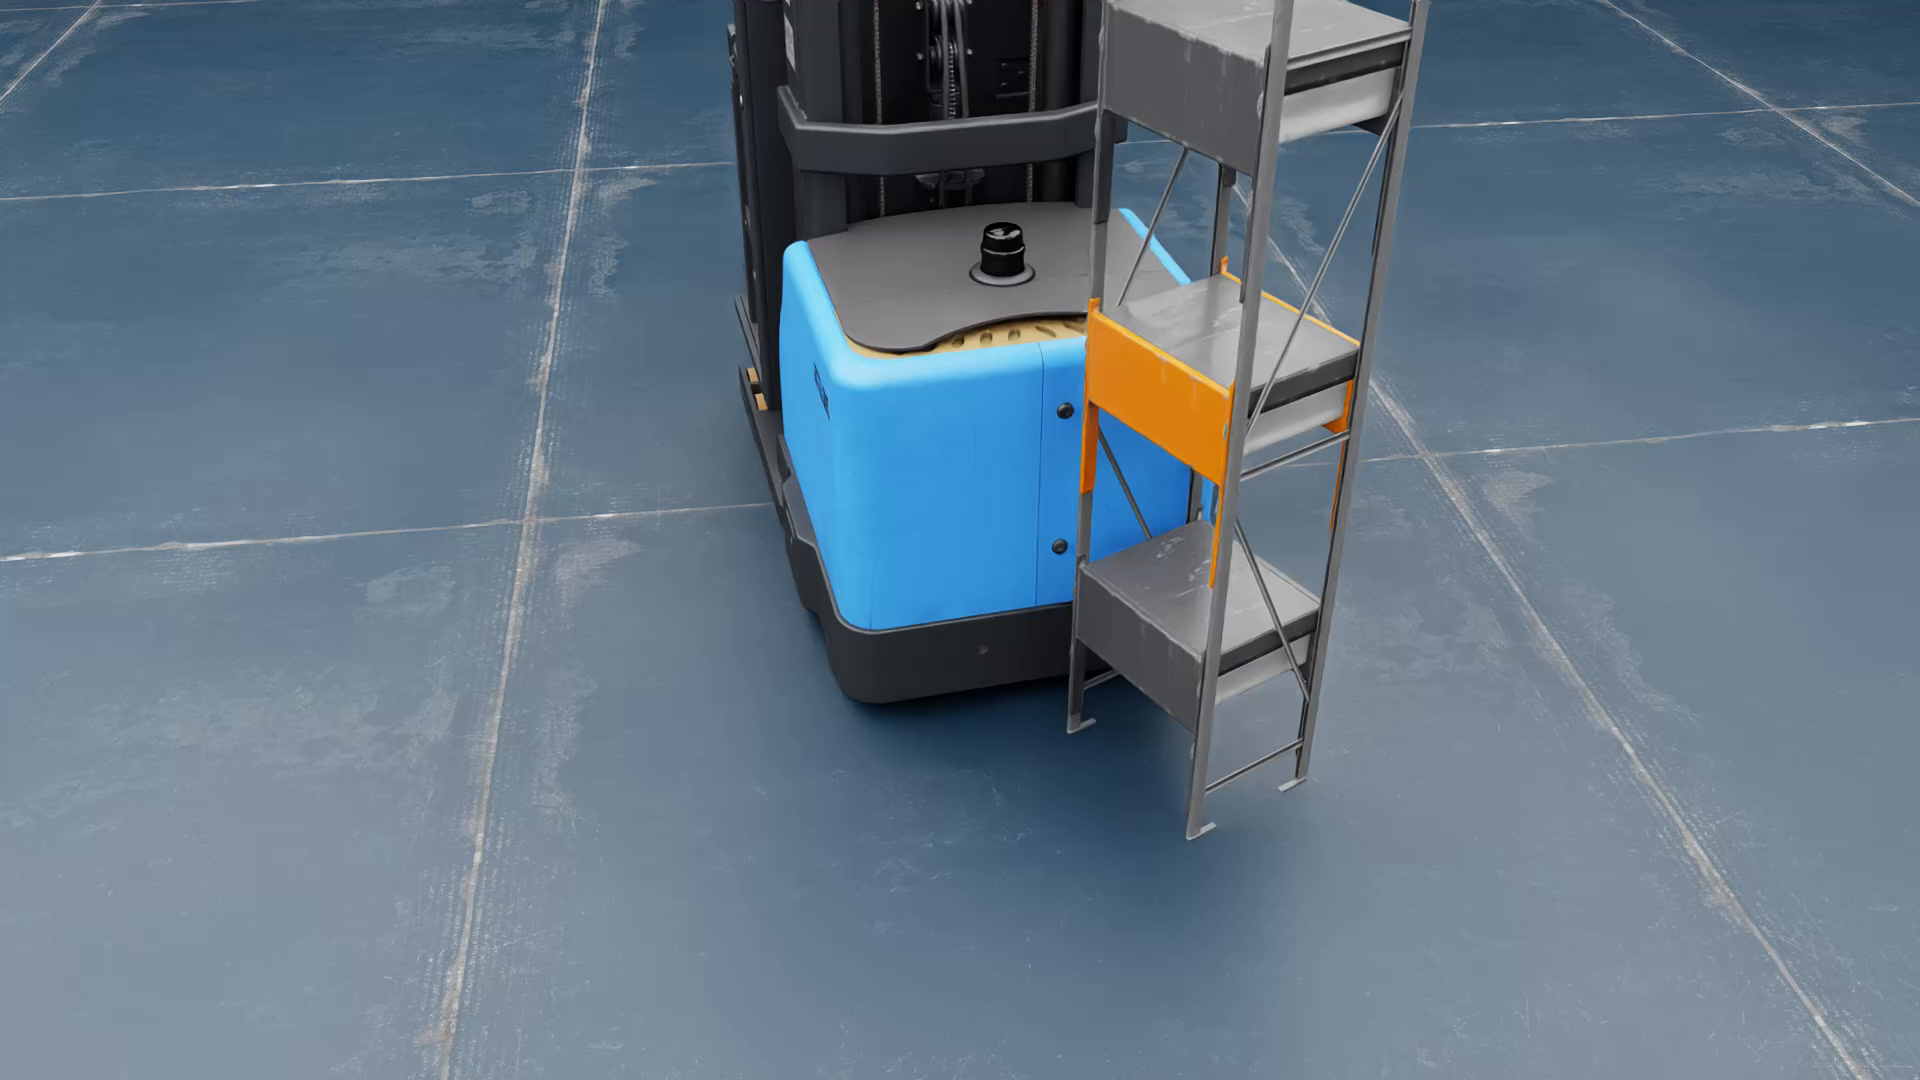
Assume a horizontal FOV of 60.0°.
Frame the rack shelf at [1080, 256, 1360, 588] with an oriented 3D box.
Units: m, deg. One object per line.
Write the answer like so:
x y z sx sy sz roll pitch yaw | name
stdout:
0.596 -0.283 3.824 0.431 0.518 0.480 -21 40 -28 | rack shelf

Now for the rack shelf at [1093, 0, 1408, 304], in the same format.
0.596 -0.861 3.430 0.431 0.518 0.480 -21 40 -28 | rack shelf

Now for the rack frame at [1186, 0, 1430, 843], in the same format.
0.733 -0.181 3.650 0.400 2.100 0.015 -21 40 -28 | rack frame

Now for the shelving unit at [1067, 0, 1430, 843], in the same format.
0.596 -0.294 3.816 0.431 2.100 0.503 -21 40 -28 | shelving unit

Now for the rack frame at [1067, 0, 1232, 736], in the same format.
0.458 -0.407 3.983 0.400 2.100 0.015 -21 40 -28 | rack frame

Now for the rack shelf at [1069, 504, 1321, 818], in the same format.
0.595 0.296 4.218 0.431 0.518 0.480 -21 40 -28 | rack shelf

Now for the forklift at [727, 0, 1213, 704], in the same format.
-0.159 -1.597 4.990 1.130 2.935 3.031 -8 35 -12 | forklift
